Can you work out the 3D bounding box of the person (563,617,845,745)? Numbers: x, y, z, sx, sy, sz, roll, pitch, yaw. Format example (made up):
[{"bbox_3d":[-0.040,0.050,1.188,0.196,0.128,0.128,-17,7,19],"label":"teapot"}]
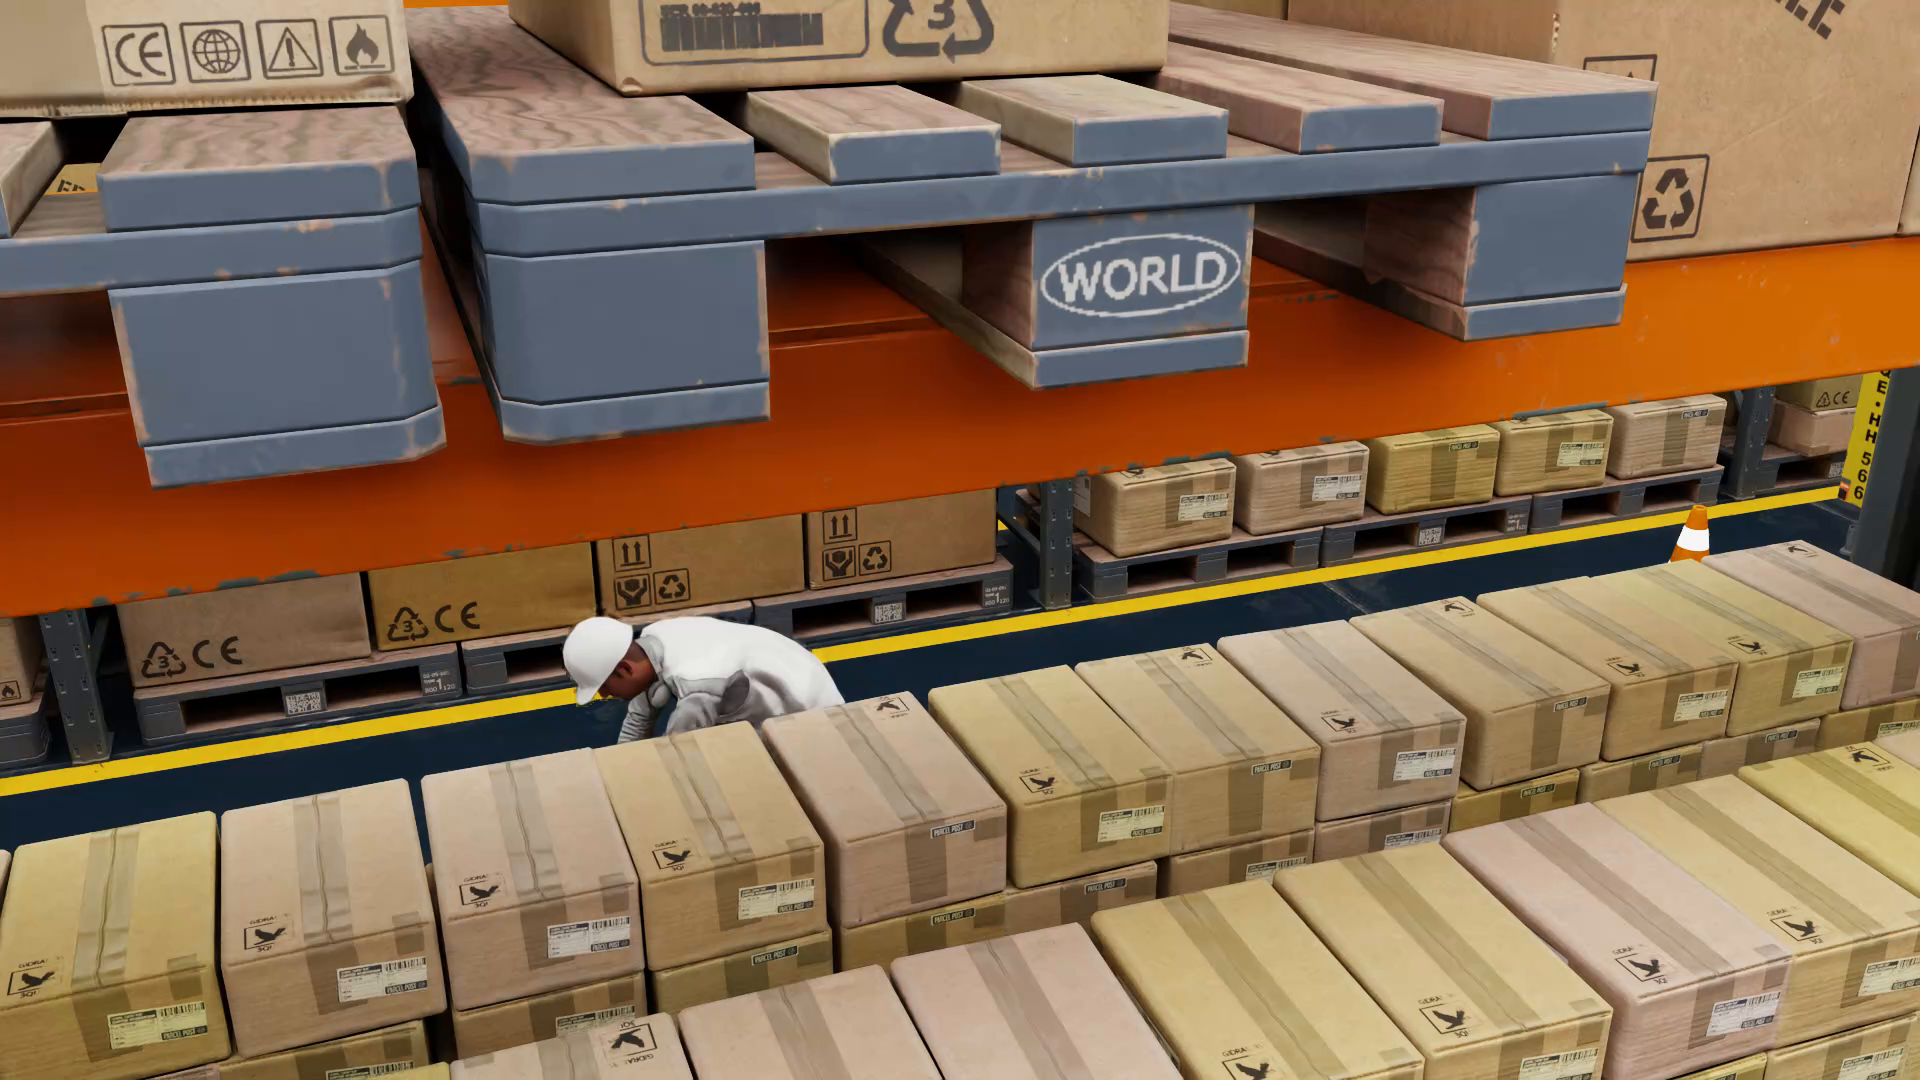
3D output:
[{"bbox_3d":[-0.843,0.638,5.581,0.908,0.961,0.537,-8,24,-19],"label":"person"}]
